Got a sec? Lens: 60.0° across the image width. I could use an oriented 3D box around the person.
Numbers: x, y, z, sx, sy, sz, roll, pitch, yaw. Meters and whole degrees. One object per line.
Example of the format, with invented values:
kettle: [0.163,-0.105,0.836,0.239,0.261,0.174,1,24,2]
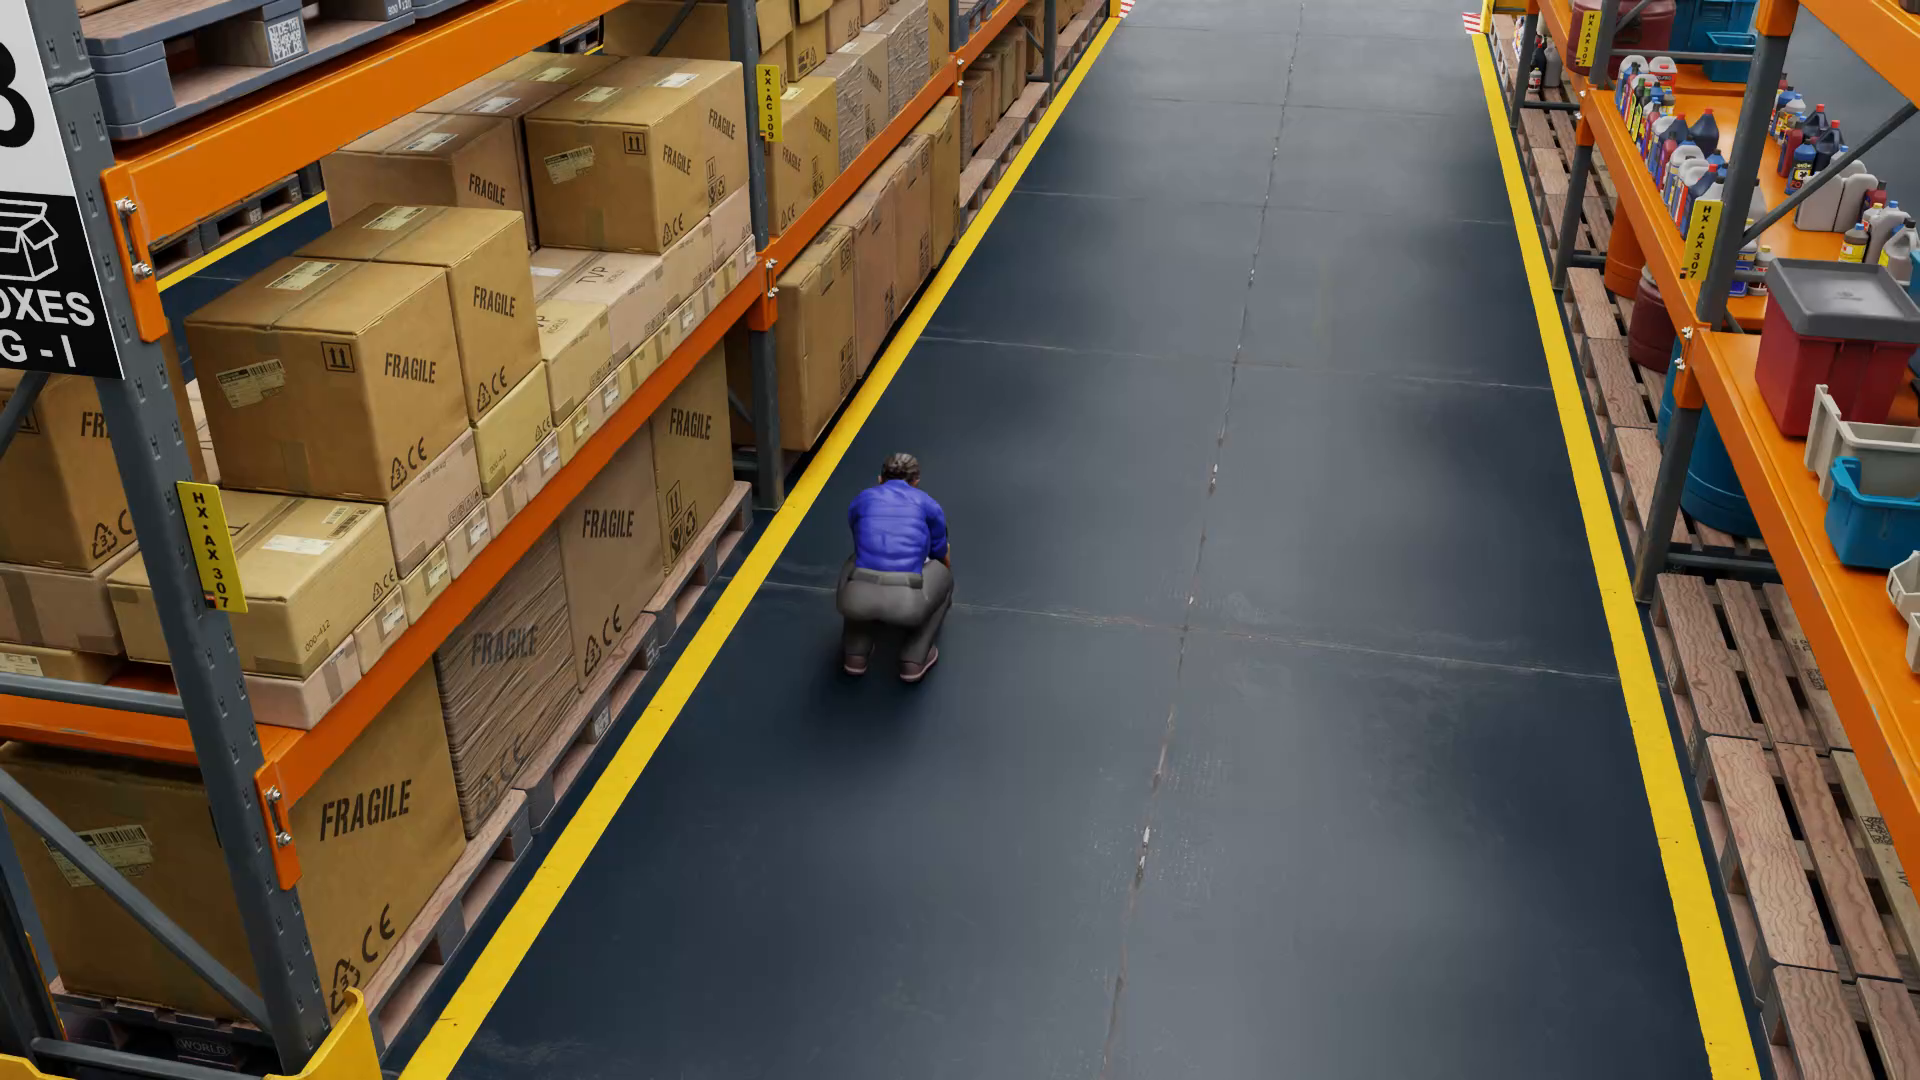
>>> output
person: [-0.269,0.142,6.893,0.470,0.808,0.833,6,29,10]
